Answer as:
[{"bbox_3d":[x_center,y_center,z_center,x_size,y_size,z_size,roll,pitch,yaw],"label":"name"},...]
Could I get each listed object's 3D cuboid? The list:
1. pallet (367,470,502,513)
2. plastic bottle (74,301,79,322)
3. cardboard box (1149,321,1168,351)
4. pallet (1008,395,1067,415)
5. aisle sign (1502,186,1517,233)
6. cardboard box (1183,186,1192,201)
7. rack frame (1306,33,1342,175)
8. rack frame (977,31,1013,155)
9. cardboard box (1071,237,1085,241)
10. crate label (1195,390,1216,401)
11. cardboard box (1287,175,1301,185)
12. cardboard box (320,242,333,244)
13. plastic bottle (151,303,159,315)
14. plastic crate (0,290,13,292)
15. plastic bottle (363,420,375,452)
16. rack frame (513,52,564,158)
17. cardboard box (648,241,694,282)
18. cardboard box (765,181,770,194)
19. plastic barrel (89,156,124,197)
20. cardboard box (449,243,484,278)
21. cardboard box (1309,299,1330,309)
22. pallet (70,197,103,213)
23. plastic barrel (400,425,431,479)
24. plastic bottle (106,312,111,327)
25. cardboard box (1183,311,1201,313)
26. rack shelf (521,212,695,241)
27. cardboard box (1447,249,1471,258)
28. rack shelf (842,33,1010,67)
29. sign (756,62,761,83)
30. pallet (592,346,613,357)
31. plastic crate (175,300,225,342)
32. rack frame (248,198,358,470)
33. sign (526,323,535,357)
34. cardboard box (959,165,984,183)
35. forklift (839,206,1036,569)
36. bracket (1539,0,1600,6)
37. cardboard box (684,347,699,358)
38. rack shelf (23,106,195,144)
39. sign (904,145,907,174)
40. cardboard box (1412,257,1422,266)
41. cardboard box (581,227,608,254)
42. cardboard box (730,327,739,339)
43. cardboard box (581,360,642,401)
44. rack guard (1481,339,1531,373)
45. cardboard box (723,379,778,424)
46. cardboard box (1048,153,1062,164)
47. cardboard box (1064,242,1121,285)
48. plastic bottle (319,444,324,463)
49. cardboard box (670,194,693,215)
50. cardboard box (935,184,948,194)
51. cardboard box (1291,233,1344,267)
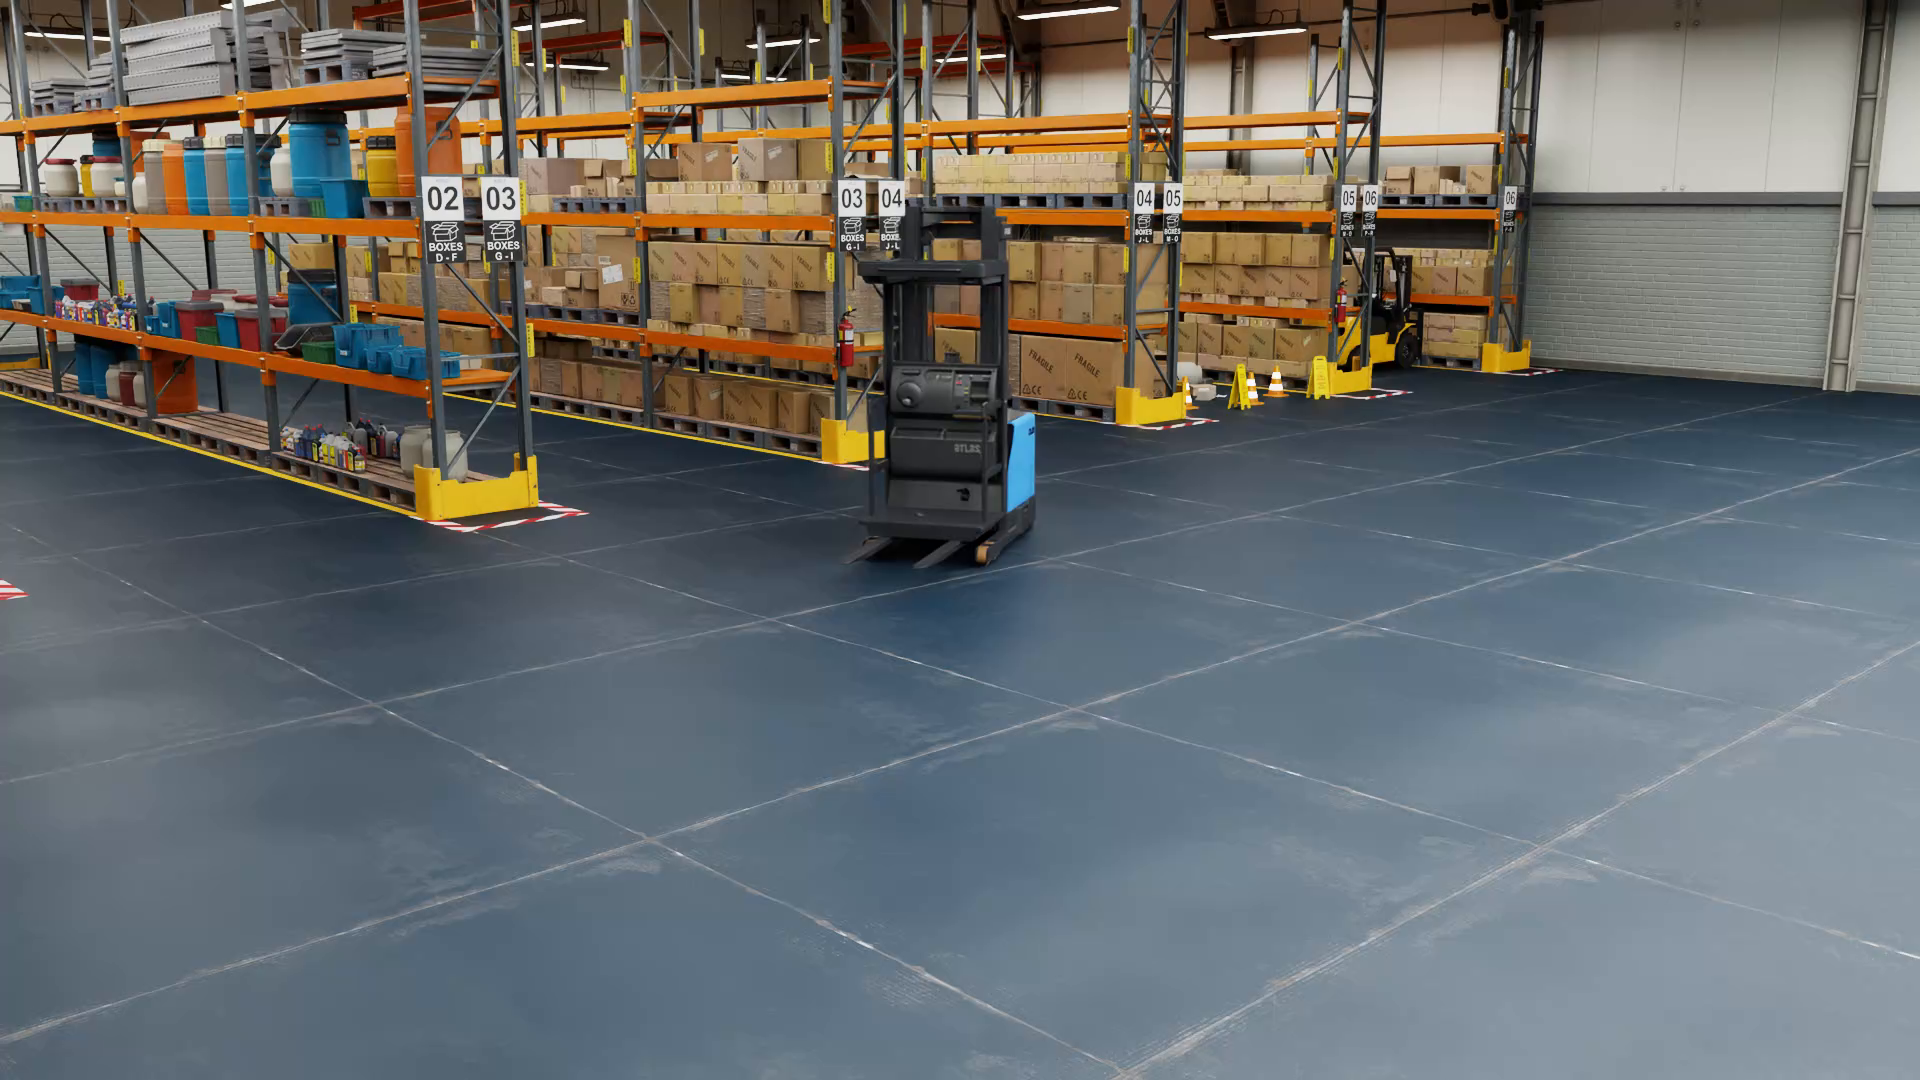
[{"bbox_3d":[-5.270,-0.506,16.846,1.003,0.211,1.213,-11,16,-43],"label":"pallet"},{"bbox_3d":[-12.355,-3.200,23.299,0.061,0.283,0.133,-11,16,-43],"label":"plastic bottle"},{"bbox_3d":[3.573,-3.506,28.409,0.500,0.500,0.500,-10,15,-40],"label":"cardboard box"},{"bbox_3d":[1.166,-2.033,24.256,1.003,0.211,1.213,-11,16,-43],"label":"pallet"},{"bbox_3d":[9.544,-5.734,28.869,0.394,0.787,0.004,-11,16,-43],"label":"aisle sign"},{"bbox_3d":[3.830,-5.768,27.677,0.500,0.250,0.500,-11,16,-43],"label":"cardboard box"},{"bbox_3d":[6.948,-8.034,31.605,1.000,3.000,0.127,-11,16,-43],"label":"rack frame"},{"bbox_3d":[0.599,-7.925,31.079,1.000,3.000,0.127,-11,16,-43],"label":"rack frame"},{"bbox_3d":[2.187,-5.293,29.535,0.250,0.149,0.380,11,16,43],"label":"cardboard box"},{"bbox_3d":[3.738,-2.202,25.261,0.298,0.136,0.250,3,12,16],"label":"crate label"},{"bbox_3d":[5.336,-5.642,26.076,0.380,0.149,0.250,-11,16,-43],"label":"cardboard box"},{"bbox_3d":[-11.567,-5.179,30.390,0.500,0.500,0.500,-11,16,-42],"label":"cardboard box"},{"bbox_3d":[-11.174,-3.166,23.151,0.152,0.276,0.135,-11,16,-43],"label":"plastic bottle"},{"bbox_3d":[-15.289,-3.853,26.445,0.416,0.233,0.300,-11,16,-43],"label":"plastic crate"},{"bbox_3d":[-6.603,-1.168,18.623,0.185,0.351,0.144,11,16,42],"label":"plastic bottle"},{"bbox_3d":[-8.436,-8.388,33.326,1.000,3.000,0.127,-11,16,-43],"label":"rack frame"},{"bbox_3d":[-3.680,-3.606,21.516,0.500,0.500,0.500,-11,16,-43],"label":"cardboard box"},{"bbox_3d":[-2.096,-4.192,19.777,0.380,0.149,0.250,-11,16,-42],"label":"cardboard box"},{"bbox_3d":[-11.484,-4.895,22.426,0.433,0.535,0.433,0,12,0],"label":"plastic barrel"},{"bbox_3d":[-7.510,-4.351,25.862,0.797,0.503,0.637,-10,16,-41],"label":"cardboard box"},{"bbox_3d":[5.710,-3.721,26.163,0.380,0.149,0.250,-10,15,-41],"label":"cardboard box"},{"bbox_3d":[-11.516,-4.610,22.890,1.003,0.211,1.213,-11,16,-43],"label":"pallet"},{"bbox_3d":[-5.482,-0.894,16.942,0.421,0.512,0.421,0,12,0],"label":"plastic barrel"},{"bbox_3d":[-11.435,-2.971,22.389,0.097,0.201,0.097,0,12,0],"label":"plastic bottle"},{"bbox_3d":[5.064,-4.535,34.333,0.875,0.625,0.625,-10,15,-41],"label":"cardboard box"},{"bbox_3d":[-5.188,-4.431,23.334,1.077,0.370,4.000,-11,16,-43],"label":"rack shelf"},{"bbox_3d":[8.918,-5.113,29.703,0.380,0.149,0.250,-10,16,-41],"label":"cardboard box"},{"bbox_3d":[-0.783,-9.493,32.233,1.077,0.370,4.000,-11,16,-43],"label":"rack shelf"},{"bbox_3d":[-3.297,-7.640,27.183,0.100,0.325,0.005,-11,16,-43],"label":"sign"},{"bbox_3d":[-7.010,-3.772,32.695,1.003,0.211,1.213,-11,16,-43],"label":"pallet"},{"bbox_3d":[-9.256,-2.669,20.273,0.402,0.464,0.583,-11,16,-43],"label":"plastic crate"},{"bbox_3d":[-7.389,-2.332,18.797,1.000,3.000,0.127,-11,16,-43],"label":"rack frame"},{"bbox_3d":[-4.226,-1.960,16.305,0.100,0.325,0.005,-11,16,-43],"label":"sign"},{"bbox_3d":[0.335,-5.311,24.169,0.500,0.250,0.500,-11,16,-43],"label":"cardboard box"},{"bbox_3d":[-0.196,-1.311,14.012,1.130,2.935,3.031,3,12,16],"label":"forklift"},{"bbox_3d":[11.703,-8.952,27.140,0.076,0.066,4.783,-11,16,-43],"label":"bracket"},{"bbox_3d":[-4.617,-3.551,29.869,0.500,0.500,0.500,-11,16,-42],"label":"cardboard box"},{"bbox_3d":[-11.532,-5.598,22.555,1.077,0.370,4.000,-11,16,-43],"label":"rack shelf"},{"bbox_3d":[-0.652,-4.411,19.290,0.100,0.325,0.005,-11,16,-43],"label":"sign"},{"bbox_3d":[8.365,-5.074,30.250,0.380,0.149,0.250,-11,16,-42],"label":"cardboard box"},{"bbox_3d":[-6.898,-5.733,31.842,0.500,0.500,0.500,-10,16,-41],"label":"cardboard box"},{"bbox_3d":[-2.625,-2.579,20.617,0.380,0.149,0.250,-11,16,-43],"label":"cardboard box"},{"bbox_3d":[-4.917,-2.260,23.552,0.500,0.500,0.700,10,15,40],"label":"cardboard box"},{"bbox_3d":[9.727,-3.284,29.612,1.175,0.500,0.348,-11,16,-43],"label":"rack guard"},{"bbox_3d":[-2.673,-1.778,21.260,0.500,0.500,0.500,10,15,40],"label":"cardboard box"},{"bbox_3d":[1.435,-5.256,22.916,0.380,0.149,0.250,-11,16,-42],"label":"cardboard box"},{"bbox_3d":[1.938,-3.844,23.089,0.875,0.550,0.550,-11,16,-43],"label":"cardboard box"},{"bbox_3d":[-6.823,-0.929,17.833,0.097,0.201,0.097,0,12,0],"label":"plastic bottle"},{"bbox_3d":[-3.312,-4.240,20.997,0.500,0.250,0.500,-11,16,-43],"label":"cardboard box"},{"bbox_3d":[-0.144,-5.199,24.613,0.380,0.149,0.250,-11,16,-43],"label":"cardboard box"},{"bbox_3d":[5.613,-4.548,26.090,0.500,0.500,0.700,11,16,44],"label":"cardboard box"}]
